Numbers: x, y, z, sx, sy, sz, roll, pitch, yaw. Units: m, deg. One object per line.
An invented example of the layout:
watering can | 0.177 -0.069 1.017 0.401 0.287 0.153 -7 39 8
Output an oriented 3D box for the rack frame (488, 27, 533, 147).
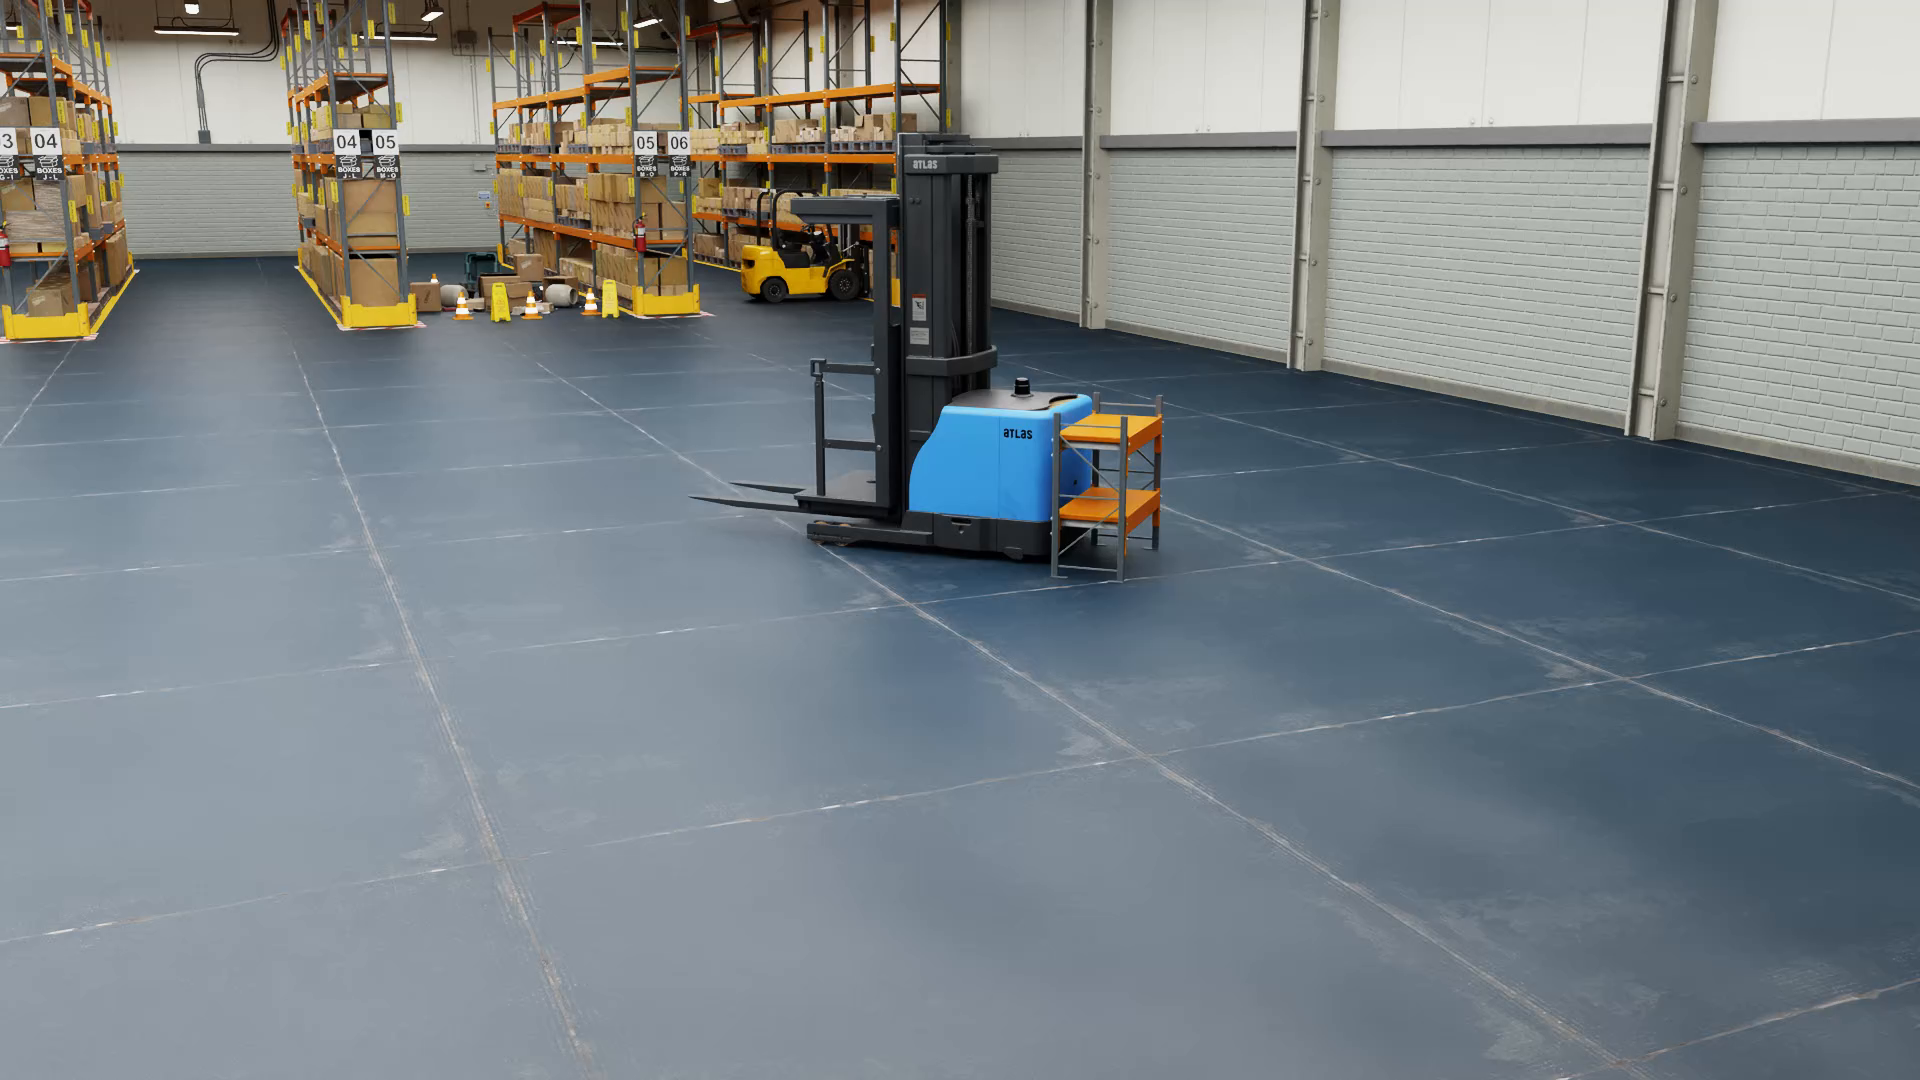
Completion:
rack frame | -11.693 -11.786 43.338 1.000 3.000 0.127 -6 14 -23

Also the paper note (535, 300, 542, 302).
paper note | -8.237 -4.674 32.498 0.148 0.019 0.142 -6 14 -23

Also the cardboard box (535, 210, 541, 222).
cardboard box | -9.566 -7.531 38.590 0.500 0.250 0.500 -6 14 -24

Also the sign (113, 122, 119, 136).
sign | -20.271 -9.869 39.917 0.100 0.325 0.005 -6 14 -23

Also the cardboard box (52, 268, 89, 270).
cardboard box | -16.591 -4.830 31.156 0.700 0.500 0.500 -7 15 -28

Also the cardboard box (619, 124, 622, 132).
cardboard box | -6.023 -7.545 30.452 0.380 0.149 0.250 -6 14 -23

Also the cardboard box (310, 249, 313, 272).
cardboard box | -14.533 -6.379 37.893 0.500 0.500 0.500 -5 14 -21

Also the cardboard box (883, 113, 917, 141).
cardboard box | -1.138 -7.840 31.564 0.500 0.500 0.500 -5 14 -21

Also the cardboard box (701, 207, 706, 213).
cardboard box | -6.672 -8.774 44.186 0.380 0.149 0.250 -5 14 -22

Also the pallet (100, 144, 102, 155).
pallet | -17.875 -7.813 33.243 1.213 0.211 1.003 -5 14 -20

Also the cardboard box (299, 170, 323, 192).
cardboard box | -15.022 -8.323 38.578 0.500 0.500 0.500 -6 14 -25

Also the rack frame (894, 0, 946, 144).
rack frame | -0.738 -8.930 30.996 1.000 3.000 0.127 -6 14 -23

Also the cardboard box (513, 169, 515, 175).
cardboard box | -10.960 -9.194 41.563 0.380 0.149 0.250 -6 14 -24

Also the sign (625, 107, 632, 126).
sign | -5.801 -7.405 29.095 0.100 0.325 0.005 -6 14 -23

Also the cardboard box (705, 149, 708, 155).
cardboard box | -6.435 -10.141 43.437 0.380 0.149 0.250 -5 14 -22

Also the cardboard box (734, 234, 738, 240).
cardboard box | -5.463 -7.641 41.905 0.380 0.149 0.250 -6 14 -25

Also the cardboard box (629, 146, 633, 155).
cardboard box | -5.683 -6.945 29.631 0.380 0.149 0.250 -6 14 -23

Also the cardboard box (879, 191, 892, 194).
cardboard box | -1.363 -6.730 32.474 0.380 0.149 0.250 -6 14 -23

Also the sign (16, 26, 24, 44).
sign | -18.076 -9.720 31.986 0.100 0.325 0.005 -6 14 -23

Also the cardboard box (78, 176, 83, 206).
cardboard box | -15.133 -5.895 28.091 0.500 0.500 0.500 -6 14 -23

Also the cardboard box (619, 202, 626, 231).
cardboard box | -5.950 -5.943 30.513 0.500 0.500 0.500 -6 14 -23

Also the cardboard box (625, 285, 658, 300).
cardboard box | -5.864 -4.571 30.633 0.500 0.250 0.500 -6 14 -23

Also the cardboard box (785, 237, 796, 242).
cardboard box | -4.120 -7.200 40.001 0.380 0.149 0.250 -5 14 -22

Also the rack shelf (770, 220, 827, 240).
rack shelf | -3.141 -6.896 37.109 1.077 0.370 4.000 -6 14 -23

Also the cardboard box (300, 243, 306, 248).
cardboard box | -16.290 -7.362 41.599 0.380 0.149 0.250 -6 14 -26

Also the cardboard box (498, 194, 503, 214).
cardboard box | -11.764 -8.787 43.463 0.500 0.500 0.500 -6 14 -23

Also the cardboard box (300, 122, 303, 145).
cardboard box | -14.535 -9.196 37.644 0.700 0.500 0.500 -6 14 -23

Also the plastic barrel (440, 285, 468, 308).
plastic barrel | -9.522 -4.565 31.157 0.512 0.421 0.421 4 14 16

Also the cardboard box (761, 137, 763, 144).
cardboard box | -4.473 -9.406 39.153 0.380 0.149 0.250 -5 14 -22

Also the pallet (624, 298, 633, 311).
pallet | -5.608 -4.386 30.853 1.003 0.211 1.213 -6 14 -23

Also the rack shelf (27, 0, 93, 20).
rack shelf | -18.370 -10.920 33.821 1.077 0.370 4.000 -6 14 -23

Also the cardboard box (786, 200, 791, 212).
cardboard box | -3.596 -7.503 37.361 0.500 0.250 0.500 -6 14 -24

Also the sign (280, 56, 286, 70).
sign | -16.686 -11.763 40.990 0.100 0.325 0.005 -6 14 -23

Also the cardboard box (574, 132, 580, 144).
cardboard box | -7.655 -8.295 34.308 0.500 0.250 0.500 -5 14 -22

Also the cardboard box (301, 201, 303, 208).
cardboard box | -14.221 -7.350 36.443 0.380 0.149 0.250 -6 14 -24

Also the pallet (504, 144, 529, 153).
pallet | -10.894 -9.877 41.937 1.003 0.211 1.213 -6 14 -23

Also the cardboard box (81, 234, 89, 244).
cardboard box | -15.272 -5.198 28.733 0.380 0.149 0.250 -6 14 -23

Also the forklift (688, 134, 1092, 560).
forklift | -0.580 -1.484 12.280 3.031 2.935 1.130 5 14 22

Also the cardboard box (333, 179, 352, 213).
cardboard box | -10.197 -5.875 28.372 0.875 0.550 0.550 -6 14 -23

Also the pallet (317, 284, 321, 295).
pallet | -12.737 -5.215 34.432 1.003 0.211 1.213 -6 14 -23

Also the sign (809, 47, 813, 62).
sign | -3.435 -11.166 38.234 0.100 0.325 0.005 -6 14 -23

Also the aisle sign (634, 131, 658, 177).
aisle sign | -5.525 -6.785 29.270 0.394 0.787 0.004 -6 14 -23

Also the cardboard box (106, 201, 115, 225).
cardboard box | -18.734 -7.119 36.254 0.500 0.500 0.500 -6 14 -23

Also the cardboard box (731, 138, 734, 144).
cardboard box | -5.378 -9.770 40.683 0.380 0.149 0.250 -6 14 -24

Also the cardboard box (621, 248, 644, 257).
cardboard box | -6.053 -5.316 30.752 0.380 0.149 0.250 -5 14 -21

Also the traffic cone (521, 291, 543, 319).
traffic cone | -7.519 -4.124 29.162 0.336 0.463 0.334 -6 14 -23

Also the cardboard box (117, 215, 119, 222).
cardboard box | -19.406 -7.326 37.930 0.380 0.149 0.250 -6 14 -24

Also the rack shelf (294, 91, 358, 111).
rack shelf | -13.785 -9.533 36.086 1.077 0.370 4.000 -6 14 -23

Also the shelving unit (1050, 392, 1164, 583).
shelving unit | 1.031 -0.388 11.551 0.538 1.125 1.048 5 14 19

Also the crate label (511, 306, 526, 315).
crate label | -7.891 -4.122 29.876 0.298 0.136 0.250 9 16 35

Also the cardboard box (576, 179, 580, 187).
cardboard box | -7.698 -7.369 34.307 0.380 0.149 0.250 -6 14 -25
